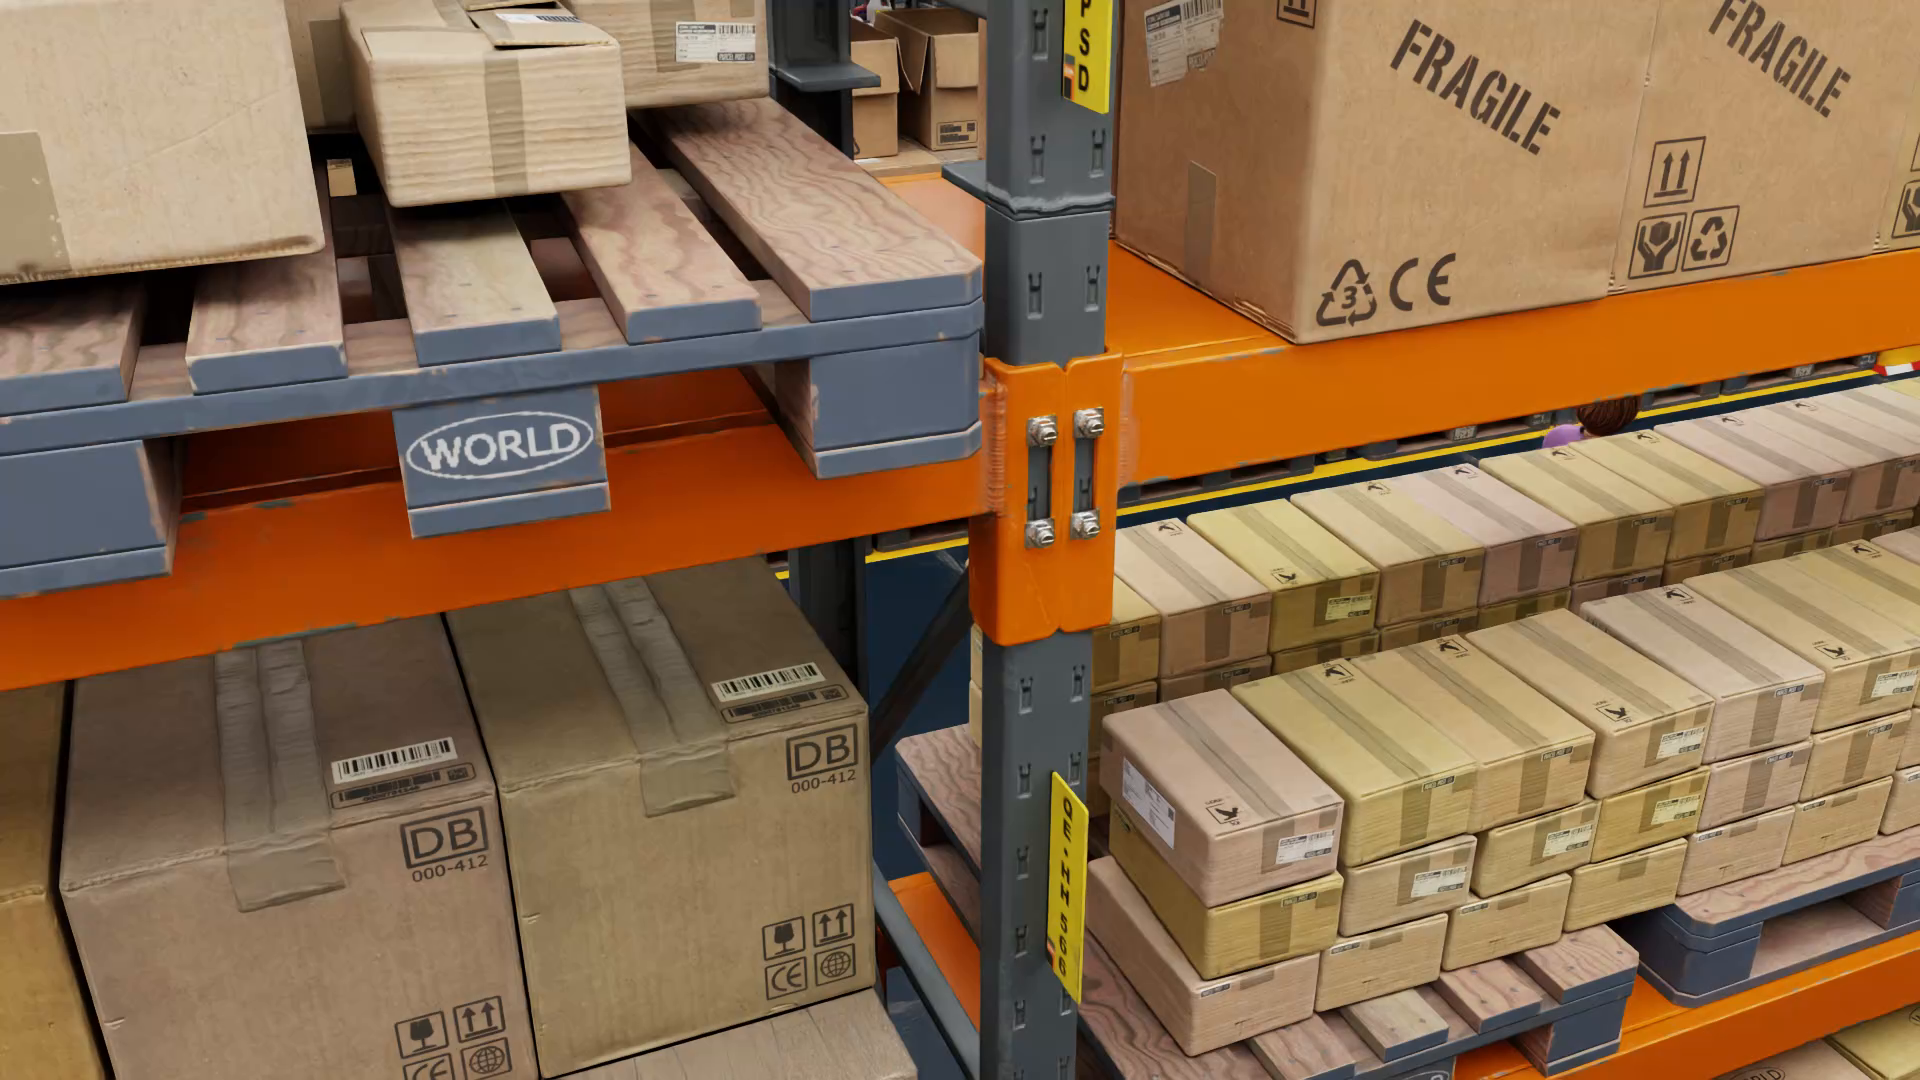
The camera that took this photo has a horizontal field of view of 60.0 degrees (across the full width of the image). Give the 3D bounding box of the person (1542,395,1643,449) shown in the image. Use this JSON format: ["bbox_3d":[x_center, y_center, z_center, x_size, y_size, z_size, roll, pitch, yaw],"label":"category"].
[{"bbox_3d":[2.156,0.145,5.774,0.421,1.591,0.414,-9,28,-17],"label":"person"}]
